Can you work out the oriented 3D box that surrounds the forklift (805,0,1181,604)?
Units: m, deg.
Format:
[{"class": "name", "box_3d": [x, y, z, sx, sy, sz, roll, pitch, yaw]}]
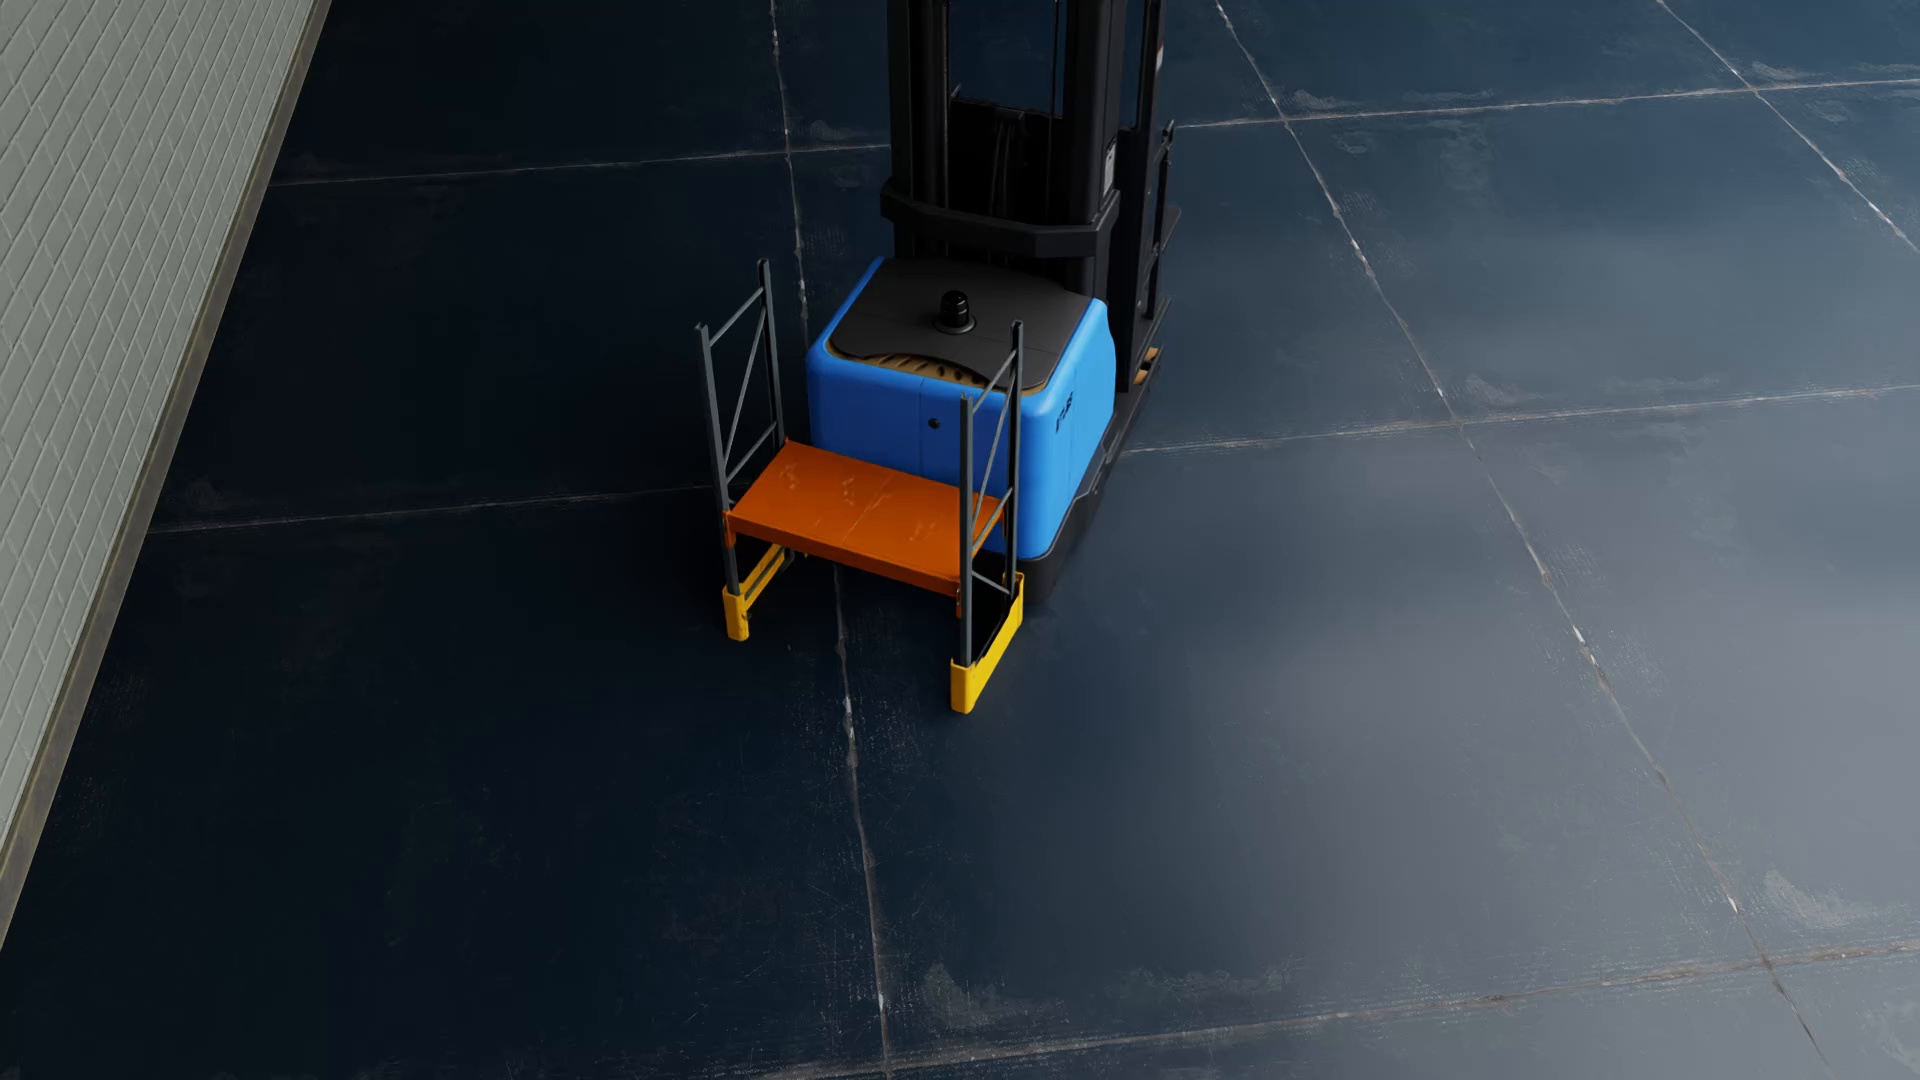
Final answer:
[{"class": "forklift", "box_3d": [0.353, -1.826, 7.086, 1.130, 2.935, 3.031, 13, 44, 14]}]

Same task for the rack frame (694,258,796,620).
[{"class": "rack frame", "box_3d": [-0.822, -0.334, 6.501, 0.032, 1.500, 0.500, 16, 44, 17]}]

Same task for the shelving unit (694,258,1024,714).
[{"class": "shelving unit", "box_3d": [-0.347, -0.197, 6.348, 1.083, 1.500, 0.587, 16, 44, 17]}]

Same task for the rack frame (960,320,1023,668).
[{"class": "rack frame", "box_3d": [0.112, -0.064, 6.201, 0.032, 1.500, 0.500, 16, 44, 17]}]

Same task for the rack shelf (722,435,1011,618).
[{"class": "rack shelf", "box_3d": [-0.355, -0.065, 6.471, 1.000, 0.185, 0.538, 16, 44, 17]}]

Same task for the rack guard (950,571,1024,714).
[{"class": "rack guard", "box_3d": [0.110, 0.400, 6.620, 0.087, 0.250, 0.587, 16, 44, 17]}]

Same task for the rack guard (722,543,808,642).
[{"class": "rack guard", "box_3d": [-0.804, 0.135, 6.913, 0.087, 0.250, 0.587, 16, 44, 17]}]
